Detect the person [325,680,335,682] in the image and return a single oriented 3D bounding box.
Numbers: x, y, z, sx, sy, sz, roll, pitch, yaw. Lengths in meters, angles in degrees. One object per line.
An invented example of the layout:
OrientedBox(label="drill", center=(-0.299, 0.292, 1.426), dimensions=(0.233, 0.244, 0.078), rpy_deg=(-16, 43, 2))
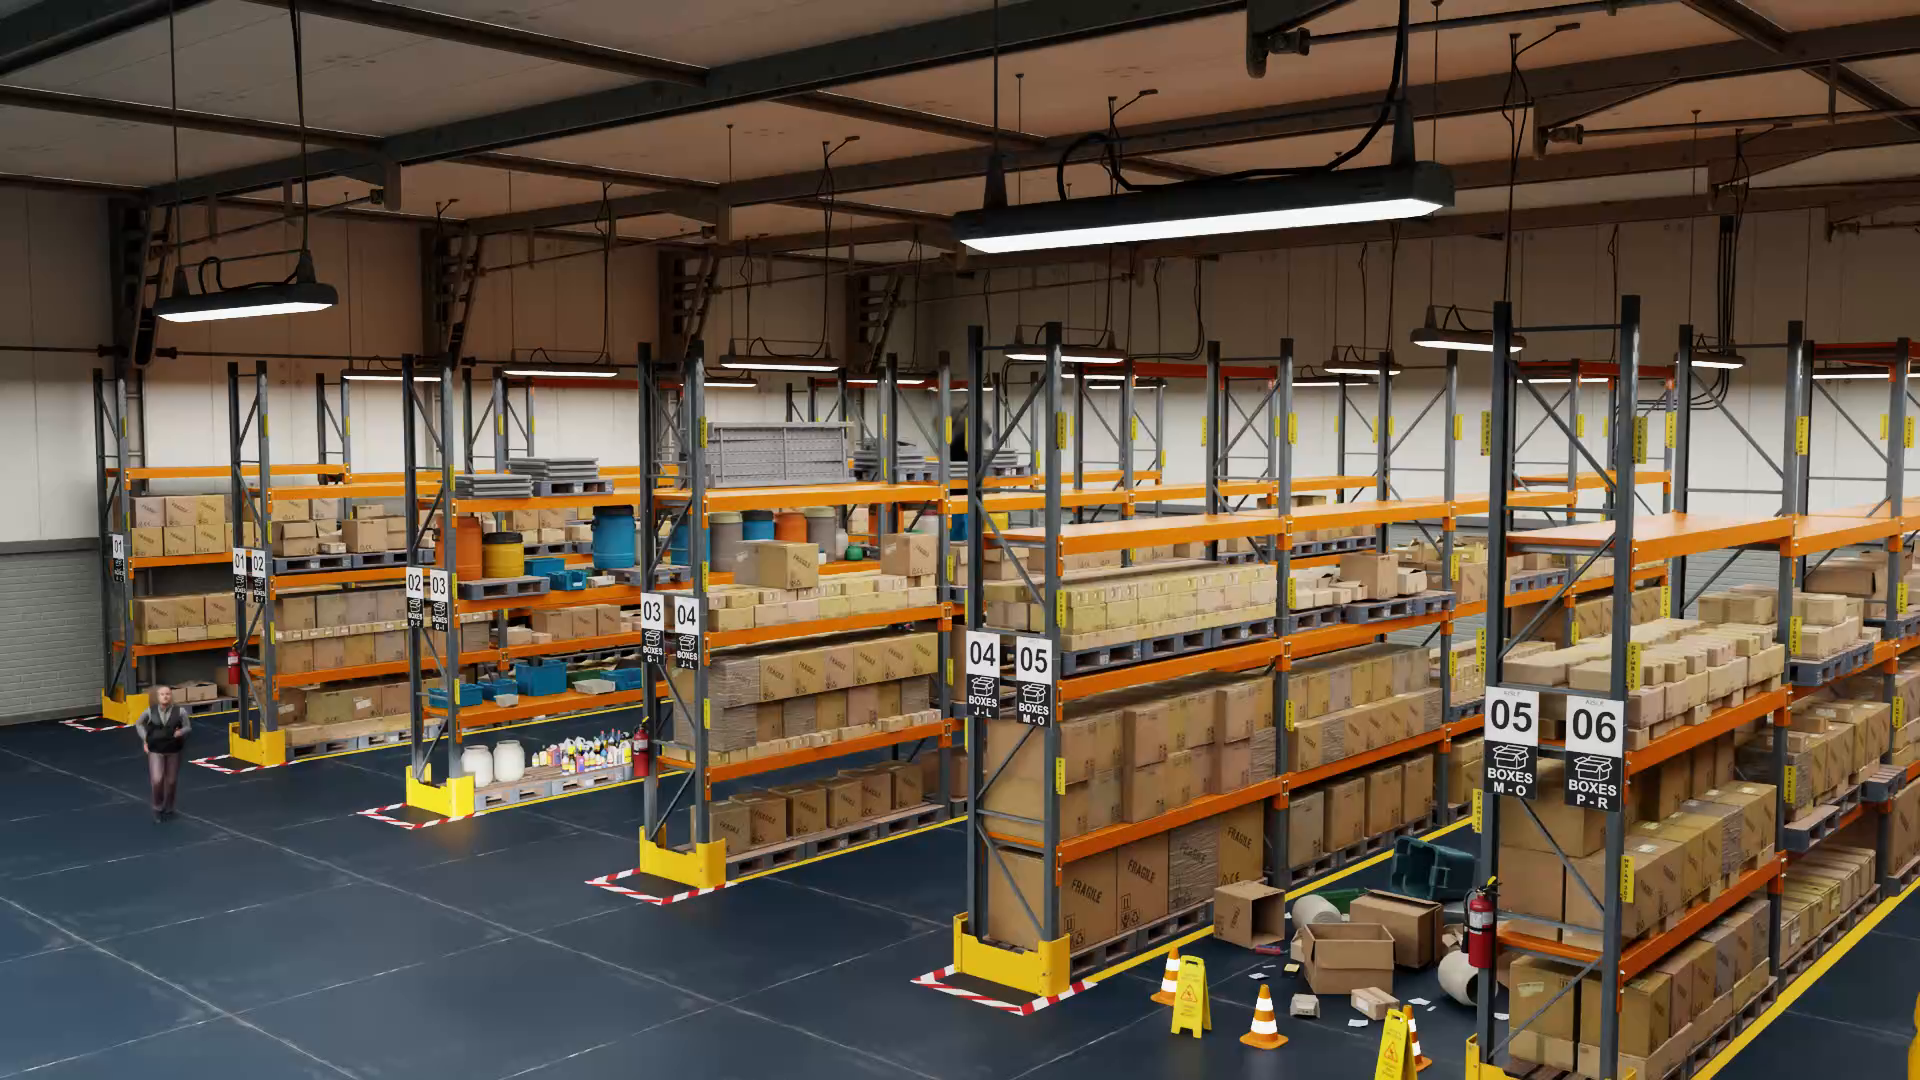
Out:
OrientedBox(label="person", center=(-10.722, 2.282, 28.338), dimensions=(0.701, 1.649, 0.898), rpy_deg=(2, 5, 27))

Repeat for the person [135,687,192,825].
OrientedBox(label="person", center=(-10.164, 2.753, 21.277), dimensions=(0.635, 1.762, 0.751), rpy_deg=(-3, 5, -31))
